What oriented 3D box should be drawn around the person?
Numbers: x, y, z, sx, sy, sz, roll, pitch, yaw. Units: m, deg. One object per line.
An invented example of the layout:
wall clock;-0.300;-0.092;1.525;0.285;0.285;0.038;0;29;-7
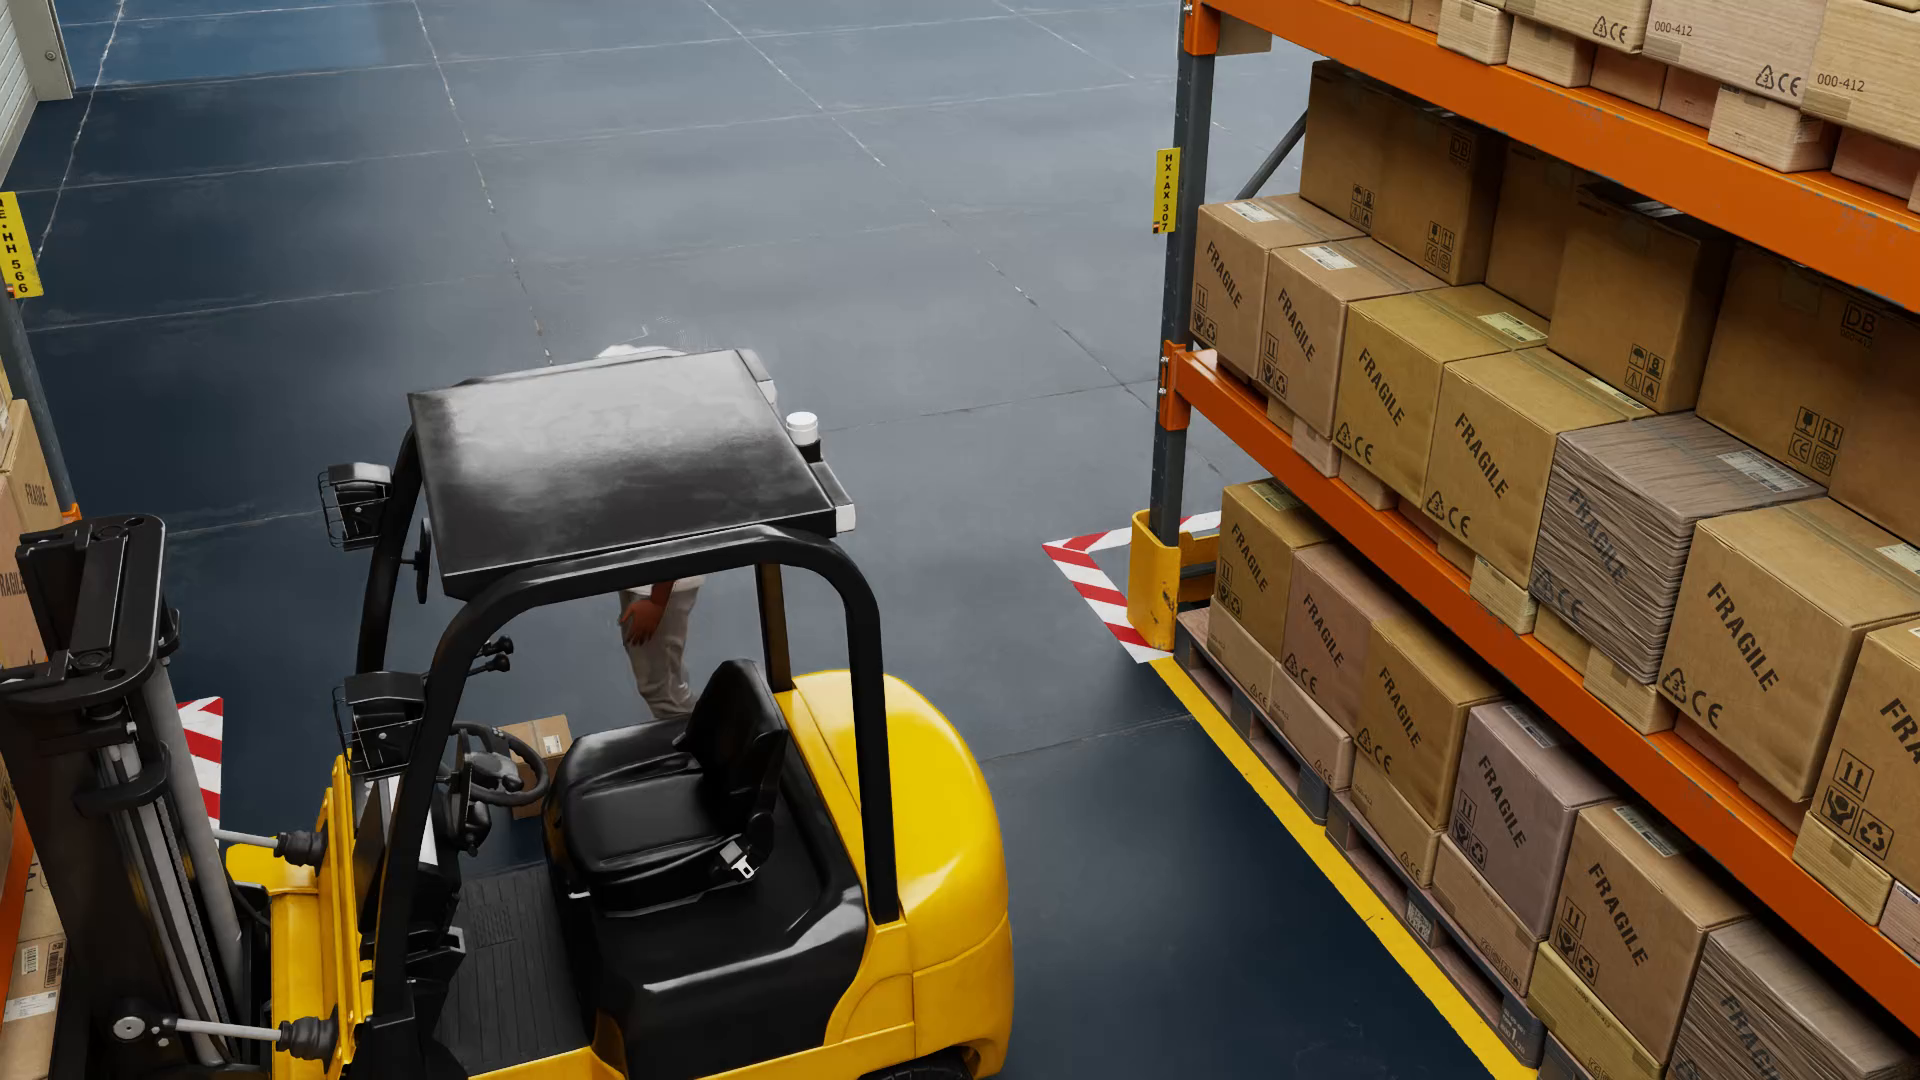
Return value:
person;-1.090;0.119;5.909;0.384;1.751;0.573;-10;31;-17
